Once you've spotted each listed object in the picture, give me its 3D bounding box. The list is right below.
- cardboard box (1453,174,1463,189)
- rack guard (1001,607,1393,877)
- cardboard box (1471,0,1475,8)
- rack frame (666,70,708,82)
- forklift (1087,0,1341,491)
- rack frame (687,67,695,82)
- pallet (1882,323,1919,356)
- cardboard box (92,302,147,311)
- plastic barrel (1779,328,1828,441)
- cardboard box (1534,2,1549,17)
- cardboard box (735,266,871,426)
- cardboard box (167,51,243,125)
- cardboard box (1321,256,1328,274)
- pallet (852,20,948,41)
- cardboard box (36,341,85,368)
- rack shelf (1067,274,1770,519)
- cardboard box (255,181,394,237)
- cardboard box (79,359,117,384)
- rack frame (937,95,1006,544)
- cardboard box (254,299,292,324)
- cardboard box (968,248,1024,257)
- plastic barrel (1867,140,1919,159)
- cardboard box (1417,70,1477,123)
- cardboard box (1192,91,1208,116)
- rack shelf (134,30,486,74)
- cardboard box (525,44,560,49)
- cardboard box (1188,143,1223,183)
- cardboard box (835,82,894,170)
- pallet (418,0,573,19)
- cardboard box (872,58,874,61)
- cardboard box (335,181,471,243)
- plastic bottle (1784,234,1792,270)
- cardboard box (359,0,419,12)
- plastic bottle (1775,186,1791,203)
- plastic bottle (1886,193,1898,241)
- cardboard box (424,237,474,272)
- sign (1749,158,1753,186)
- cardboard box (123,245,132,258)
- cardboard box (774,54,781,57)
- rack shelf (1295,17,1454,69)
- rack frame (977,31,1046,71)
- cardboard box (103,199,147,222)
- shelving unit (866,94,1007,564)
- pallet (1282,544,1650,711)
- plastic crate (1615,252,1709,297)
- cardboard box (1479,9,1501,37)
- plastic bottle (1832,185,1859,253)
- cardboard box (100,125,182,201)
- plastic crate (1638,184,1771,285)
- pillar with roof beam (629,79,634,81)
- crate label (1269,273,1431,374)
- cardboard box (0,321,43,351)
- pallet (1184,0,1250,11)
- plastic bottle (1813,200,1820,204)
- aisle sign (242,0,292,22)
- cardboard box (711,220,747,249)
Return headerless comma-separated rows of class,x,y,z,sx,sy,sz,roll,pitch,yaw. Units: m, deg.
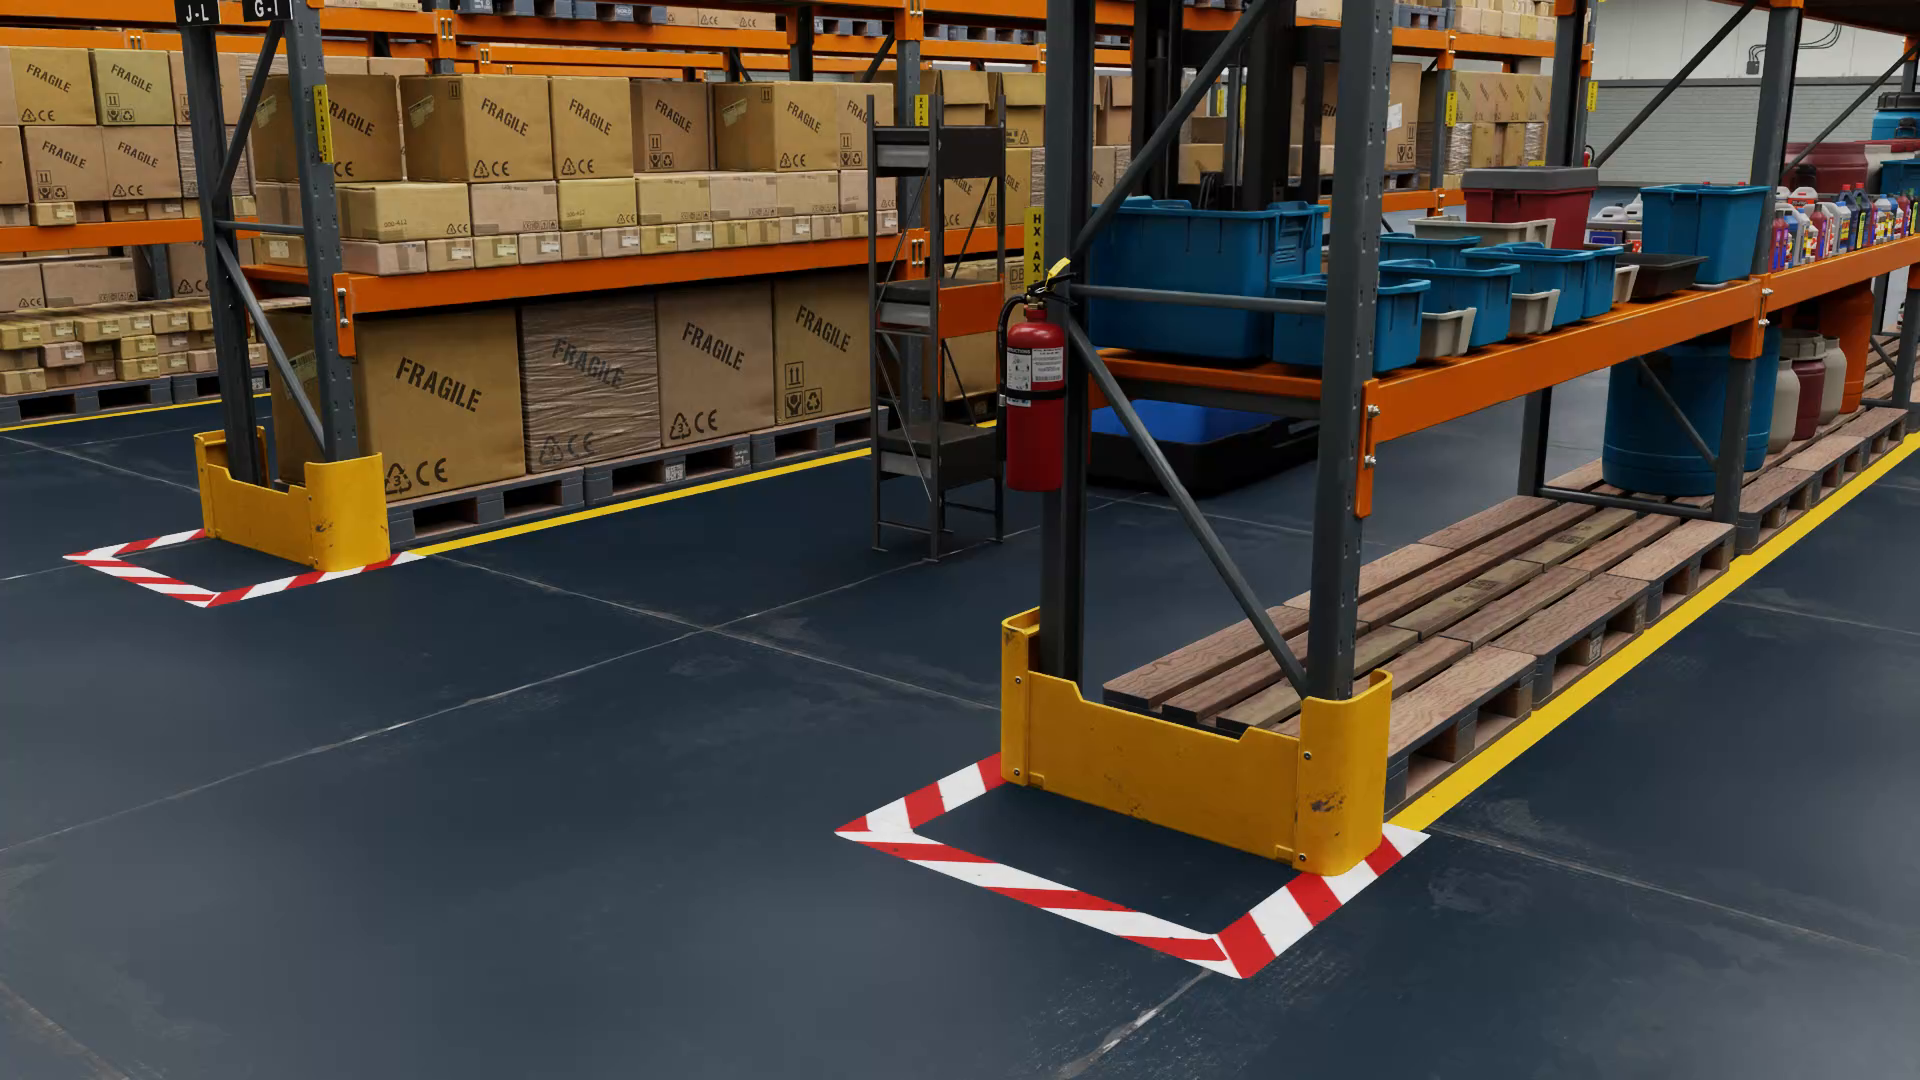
cardboard box,4.895,-3.645,16.890,0.380,0.149,0.250,11,18,38
rack guard,0.664,0.556,4.918,1.175,0.500,0.348,11,18,38
cardboard box,4.917,-5.377,16.599,0.380,0.149,0.250,10,17,35
rack frame,-4.698,-6.794,28.773,1.000,3.000,0.127,11,18,38
forklift,1.732,-1.997,10.033,1.130,2.935,3.031,10,17,34
rack frame,-3.349,-5.260,22.737,1.000,3.000,0.127,11,18,38
pallet,8.666,-1.731,14.507,1.003,0.211,1.213,11,18,38
cardboard box,-6.238,-1.674,12.351,0.380,0.149,0.250,12,19,40
plastic barrel,4.693,-0.916,9.682,0.600,0.588,0.708,11,18,38
cardboard box,6.118,-5.717,17.939,0.380,0.149,0.250,10,17,35
cardboard box,-1.146,-1.254,10.430,0.875,0.875,0.875,11,18,38
cardboard box,-5.515,-3.229,11.905,0.500,0.500,0.500,11,18,36
cardboard box,3.291,-2.418,15.734,0.700,0.500,0.500,9,17,33
pallet,-0.885,-5.456,17.798,1.003,0.211,1.213,12,19,40
cardboard box,-6.232,-1.286,11.424,0.380,0.149,0.250,11,18,37
rack shelf,1.926,-0.696,6.233,1.077,0.370,4.000,11,18,38
cardboard box,-3.085,-1.634,8.162,0.500,0.250,0.500,11,18,37
cardboard box,-6.148,-1.199,11.689,0.380,0.149,0.250,12,18,38
rack frame,0.049,-1.033,7.924,0.400,2.100,0.015,11,18,38
cardboard box,-5.247,-1.722,12.538,0.380,0.149,0.250,10,18,36
cardboard box,0.279,-1.665,12.048,1.225,0.875,0.875,10,18,36
plastic barrel,6.978,-2.736,12.525,0.433,0.535,0.433,0,14,0
cardboard box,4.840,-4.451,16.712,0.500,0.500,0.500,11,18,38
cardboard box,2.815,-5.810,22.405,0.875,0.550,0.550,11,18,38
rack shelf,-7.120,-5.216,17.933,1.077,0.370,4.000,11,18,38
cardboard box,-5.260,-6.176,20.048,0.700,0.500,0.500,11,18,38
cardboard box,1.728,-2.876,13.149,0.500,0.500,0.500,12,19,39
cardboard box,-0.750,-2.500,10.049,0.500,0.500,0.500,12,19,39
pallet,-3.993,-4.446,13.821,1.213,0.211,1.003,11,18,38
cardboard box,-1.377,-7.110,24.437,0.380,0.149,0.250,11,18,38
cardboard box,-2.671,-1.550,7.833,0.500,0.250,0.500,11,18,36
plastic bottle,3.888,-1.386,7.891,0.097,0.201,0.097,0,14,0
cardboard box,-4.562,-4.227,12.881,0.500,0.250,0.500,12,18,39
plastic bottle,5.174,-2.101,10.553,0.152,0.276,0.135,11,18,38
plastic bottle,5.421,-1.887,9.722,0.097,0.271,0.097,0,14,0
cardboard box,-2.543,-1.373,7.945,0.380,0.149,0.250,11,18,37
sign,5.265,-2.357,10.977,0.100,0.325,0.005,11,18,38
cardboard box,-10.786,-3.842,21.378,0.500,0.500,0.500,10,18,36
cardboard box,-2.684,-6.720,22.901,0.380,0.149,0.250,11,18,38
rack shelf,3.102,-4.449,14.911,1.077,0.370,4.000,11,18,38
rack frame,0.565,-4.513,19.797,1.000,3.000,0.127,11,18,38
cardboard box,-5.935,-2.322,11.682,0.380,0.149,0.250,11,18,37
shelving unit,-0.104,-0.986,7.740,0.431,2.100,0.503,11,18,38
pallet,1.985,0.305,6.493,1.003,0.211,1.213,11,18,38
plastic crate,2.689,-1.068,6.671,0.437,0.125,0.590,11,18,38
cardboard box,5.170,-5.256,16.934,0.500,0.250,0.500,11,18,37
plastic bottle,4.724,-1.723,8.912,0.144,0.351,0.185,11,18,38
cardboard box,-5.846,-2.649,11.653,0.500,0.500,0.500,12,18,38
plastic crate,3.155,-1.307,7.087,0.392,0.384,0.575,11,18,38
pillar with roof beam,-2.488,-9.041,25.436,9.100,9.000,0.400,11,18,38
crate label,1.081,-0.606,4.635,0.416,0.233,0.303,11,18,38
cardboard box,-6.384,-1.373,11.165,0.380,0.149,0.250,10,17,35
pallet,1.482,-4.191,12.821,1.213,0.211,1.003,12,19,40
plastic bottle,4.603,-1.695,8.963,0.097,0.271,0.097,0,14,0
aisle sign,-2.995,-2.628,7.096,0.394,0.787,0.004,11,18,38
cardboard box,-1.413,-1.717,9.301,0.380,0.149,0.250,11,18,37
